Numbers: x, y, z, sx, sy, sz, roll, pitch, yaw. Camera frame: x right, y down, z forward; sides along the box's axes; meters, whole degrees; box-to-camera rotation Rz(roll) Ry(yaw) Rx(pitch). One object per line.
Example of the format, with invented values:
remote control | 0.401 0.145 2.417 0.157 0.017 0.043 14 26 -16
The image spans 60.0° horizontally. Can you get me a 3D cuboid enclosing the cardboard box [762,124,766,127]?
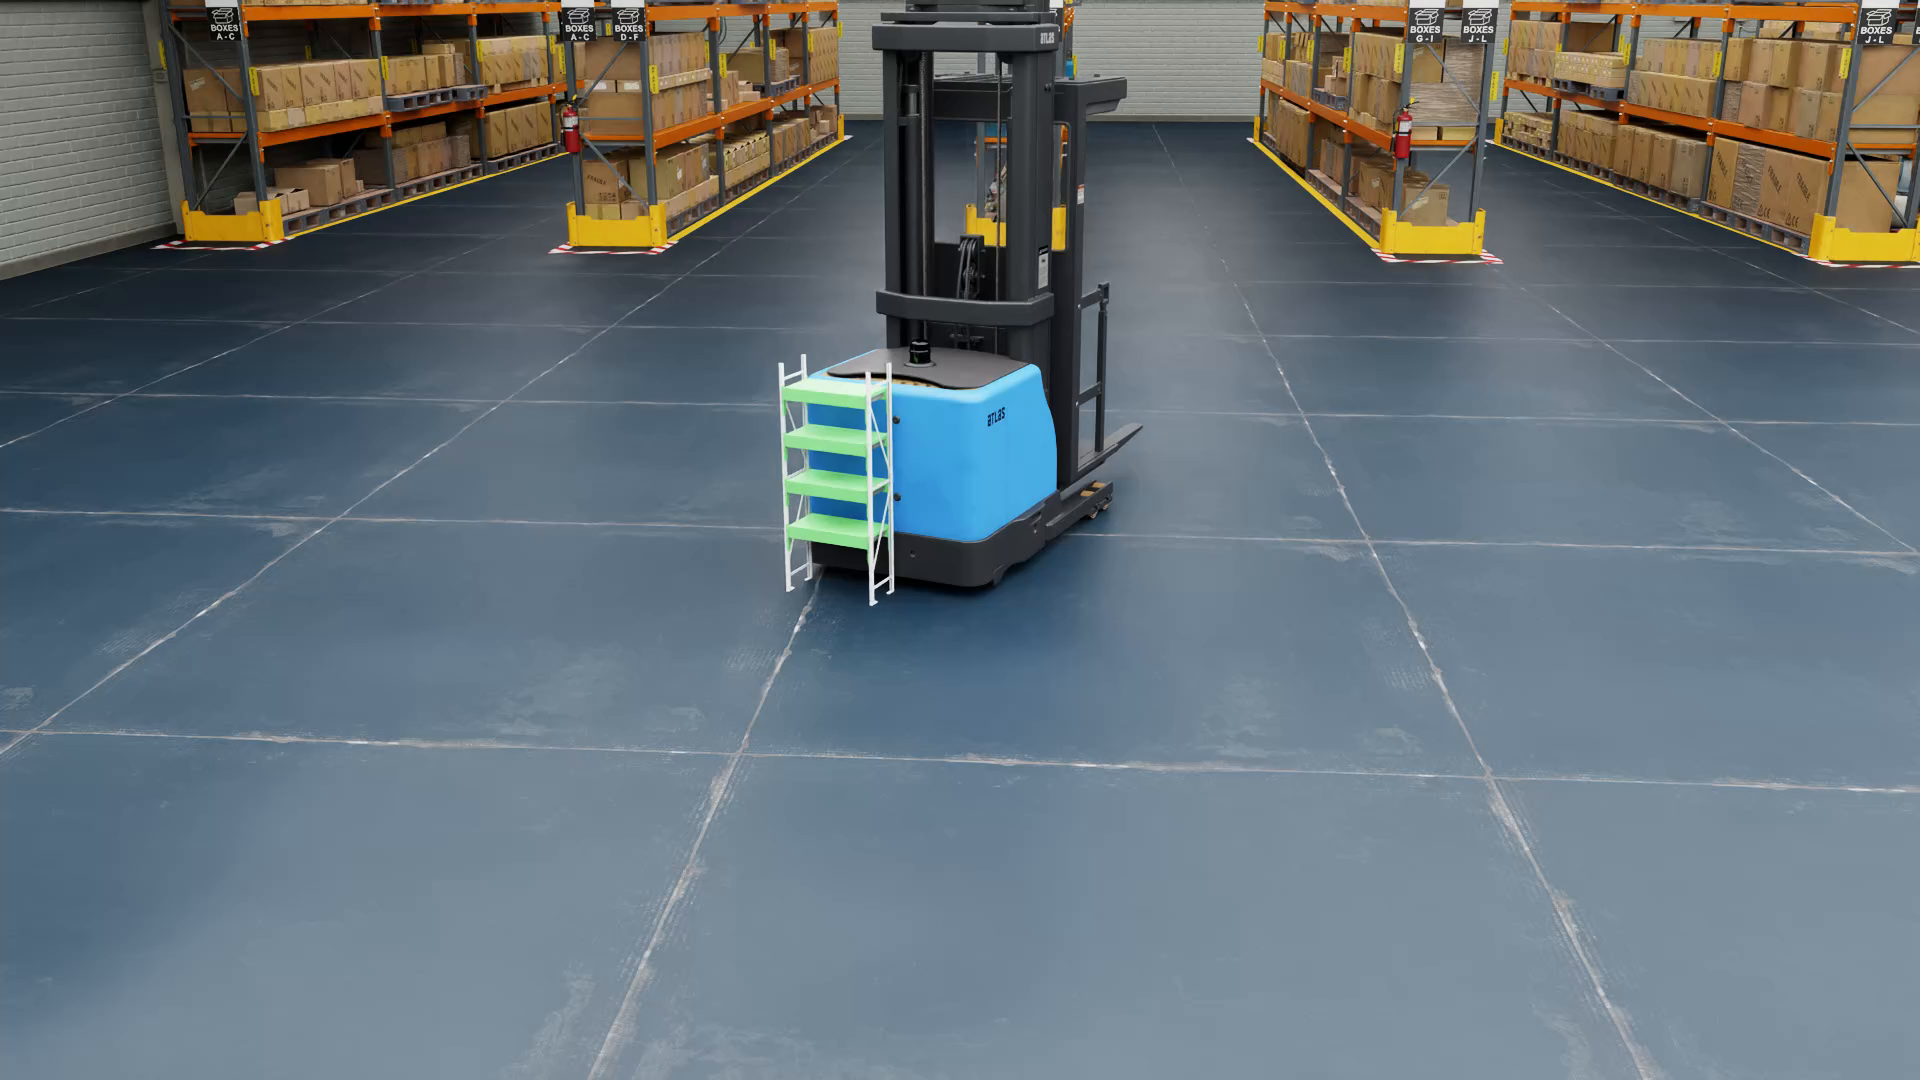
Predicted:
cardboard box | -3.754 -7.220 29.949 0.500 0.500 0.500 1 18 2

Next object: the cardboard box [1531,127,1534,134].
cardboard box | 11.319 -7.954 32.308 0.380 0.149 0.250 0 18 1

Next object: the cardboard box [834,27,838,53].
cardboard box | -2.840 -10.442 34.708 0.500 0.500 0.500 1 18 3

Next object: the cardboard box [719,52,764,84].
cardboard box | -3.723 -8.025 28.261 0.700 0.500 0.500 -5 19 -15

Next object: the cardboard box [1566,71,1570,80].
cardboard box | 10.909 -8.184 29.310 0.380 0.149 0.250 1 18 4

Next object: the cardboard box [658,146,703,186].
cardboard box | -3.838 -5.127 22.790 0.500 0.500 0.500 1 18 4

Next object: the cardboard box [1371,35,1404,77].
cardboard box | 5.556 -6.179 21.218 0.500 0.500 0.500 1 18 4

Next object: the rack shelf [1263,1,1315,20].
rack shelf | 6.655 -10.304 32.391 1.077 0.370 4.000 1 18 4

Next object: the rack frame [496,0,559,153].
rack frame | -8.311 -8.931 31.863 1.000 3.000 0.127 1 18 4

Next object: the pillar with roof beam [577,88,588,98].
pillar with roof beam | -4.399 -13.786 37.045 9.100 9.000 0.400 1 18 4

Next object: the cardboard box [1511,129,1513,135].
cardboard box | 11.444 -8.306 33.858 0.380 0.149 0.250 1 18 4

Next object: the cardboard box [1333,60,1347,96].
cardboard box | 5.970 -6.904 24.835 0.797 0.503 0.637 3 18 10

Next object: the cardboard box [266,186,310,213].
cardboard box | -8.991 -4.526 22.029 0.500 0.311 0.500 3 18 8

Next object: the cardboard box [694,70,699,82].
cardboard box | -3.802 -6.364 22.825 0.380 0.149 0.250 1 18 4

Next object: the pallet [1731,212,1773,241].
pallet | 10.660 -4.033 21.393 1.003 0.211 1.213 1 18 4

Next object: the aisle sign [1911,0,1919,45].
aisle sign | 10.885 -5.937 18.550 0.394 0.787 0.004 1 18 4

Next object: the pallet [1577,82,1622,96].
pallet | 11.265 -7.740 28.534 1.003 0.211 1.213 1 18 4

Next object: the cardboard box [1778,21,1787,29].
cardboard box | 16.299 -10.104 32.634 0.380 0.149 0.250 1 18 2

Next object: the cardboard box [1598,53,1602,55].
cardboard box | 11.599 -8.608 29.649 0.380 0.149 0.250 1 18 2

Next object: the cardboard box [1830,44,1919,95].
cardboard box | 10.656 -5.429 19.200 0.875 0.550 0.550 1 18 4

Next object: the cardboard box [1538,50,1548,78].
cardboard box | 11.242 -8.964 31.324 0.500 0.500 0.500 1 18 2

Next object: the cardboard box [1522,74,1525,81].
cardboard box | 11.456 -9.241 33.212 0.380 0.149 0.250 2 18 6

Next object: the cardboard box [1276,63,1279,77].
cardboard box | 6.316 -8.973 31.754 0.500 0.250 0.500 2 18 6

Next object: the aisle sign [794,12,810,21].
aisle sign | -3.371 -11.327 35.000 0.394 0.787 0.004 1 18 4

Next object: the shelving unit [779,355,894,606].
shelving unit | -0.619 -0.305 8.426 0.503 1.200 0.258 8 20 24

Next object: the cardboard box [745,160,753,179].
cardboard box | -3.557 -5.827 26.132 0.500 0.250 0.500 2 18 5

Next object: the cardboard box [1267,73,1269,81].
cardboard box | 6.372 -9.300 33.393 0.380 0.149 0.250 1 18 3

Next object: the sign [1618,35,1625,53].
sign | 12.005 -8.996 30.202 0.100 0.325 0.005 1 18 4

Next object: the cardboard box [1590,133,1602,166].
cardboard box | 10.992 -6.598 28.082 0.500 0.500 0.500 2 18 6

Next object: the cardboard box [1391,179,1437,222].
cardboard box | 5.721 -4.264 20.960 0.500 0.500 0.500 6 19 18

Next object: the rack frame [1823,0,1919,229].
rack frame | 10.591 -4.730 19.042 1.000 3.000 0.127 1 18 4

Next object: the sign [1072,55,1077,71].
sign | 2.408 -10.023 34.931 0.100 0.325 0.005 1 18 4

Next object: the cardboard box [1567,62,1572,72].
cardboard box | 10.911 -8.325 29.265 0.380 0.149 0.250 1 18 2

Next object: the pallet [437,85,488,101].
pallet | -8.542 -7.374 27.418 1.213 0.211 1.003 1 18 4

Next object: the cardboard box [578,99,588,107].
cardboard box | -7.819 -9.151 34.830 0.380 0.149 0.250 2 18 5

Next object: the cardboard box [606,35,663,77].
cardboard box | -4.147 -6.083 20.928 0.700 0.500 0.500 1 18 2

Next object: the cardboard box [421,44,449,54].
cardboard box | -8.600 -8.046 27.251 0.380 0.149 0.250 -2 18 -5

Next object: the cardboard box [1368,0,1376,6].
cardboard box | 5.571 -7.017 21.443 0.500 0.250 0.500 1 18 2

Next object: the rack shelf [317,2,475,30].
rack shelf | -8.741 -8.151 25.820 1.077 0.370 4.000 1 18 4

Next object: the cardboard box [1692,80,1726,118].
cardboard box | 10.648 -6.188 23.331 0.500 0.500 0.500 1 18 4

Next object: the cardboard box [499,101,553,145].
cardboard box | -8.227 -7.904 31.507 0.750 0.750 0.750 1 18 5

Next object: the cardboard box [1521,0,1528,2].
cardboard box | 11.409 -10.757 32.857 0.500 0.250 0.500 2 18 6

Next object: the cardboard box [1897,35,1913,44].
cardboard box | 15.956 -8.139 27.678 0.500 0.500 0.500 1 18 4

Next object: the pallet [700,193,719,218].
pallet | -4.042 -4.766 23.629 1.003 0.211 1.213 1 18 4

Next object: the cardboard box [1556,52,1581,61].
cardboard box | 10.964 -8.708 29.956 0.380 0.149 0.250 2 18 7

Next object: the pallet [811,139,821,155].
pallet | -3.319 -7.710 32.614 1.003 0.211 1.213 1 18 4

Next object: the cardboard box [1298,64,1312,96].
cardboard box | 6.088 -7.880 28.493 0.500 0.500 0.500 1 18 2

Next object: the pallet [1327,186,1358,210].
pallet | 5.992 -5.032 24.440 1.003 0.211 1.213 1 18 4

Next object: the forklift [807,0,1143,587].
forklift | 0.268 -1.570 9.507 1.130 2.935 3.031 8 20 24

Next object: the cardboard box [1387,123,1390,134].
cardboard box | 5.484 -5.080 20.513 0.380 0.149 0.250 1 18 4

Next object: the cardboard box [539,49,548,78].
cardboard box | -8.092 -8.981 31.343 0.500 0.500 0.500 1 18 3

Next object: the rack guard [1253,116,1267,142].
rack guard | 6.800 -8.661 35.054 1.175 0.500 0.348 1 18 4

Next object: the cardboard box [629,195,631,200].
cardboard box | -4.462 -4.317 21.520 0.500 0.250 0.500 1 18 4

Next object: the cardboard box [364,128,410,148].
cardboard box | -8.820 -6.190 25.600 0.500 0.250 0.500 1 18 3
